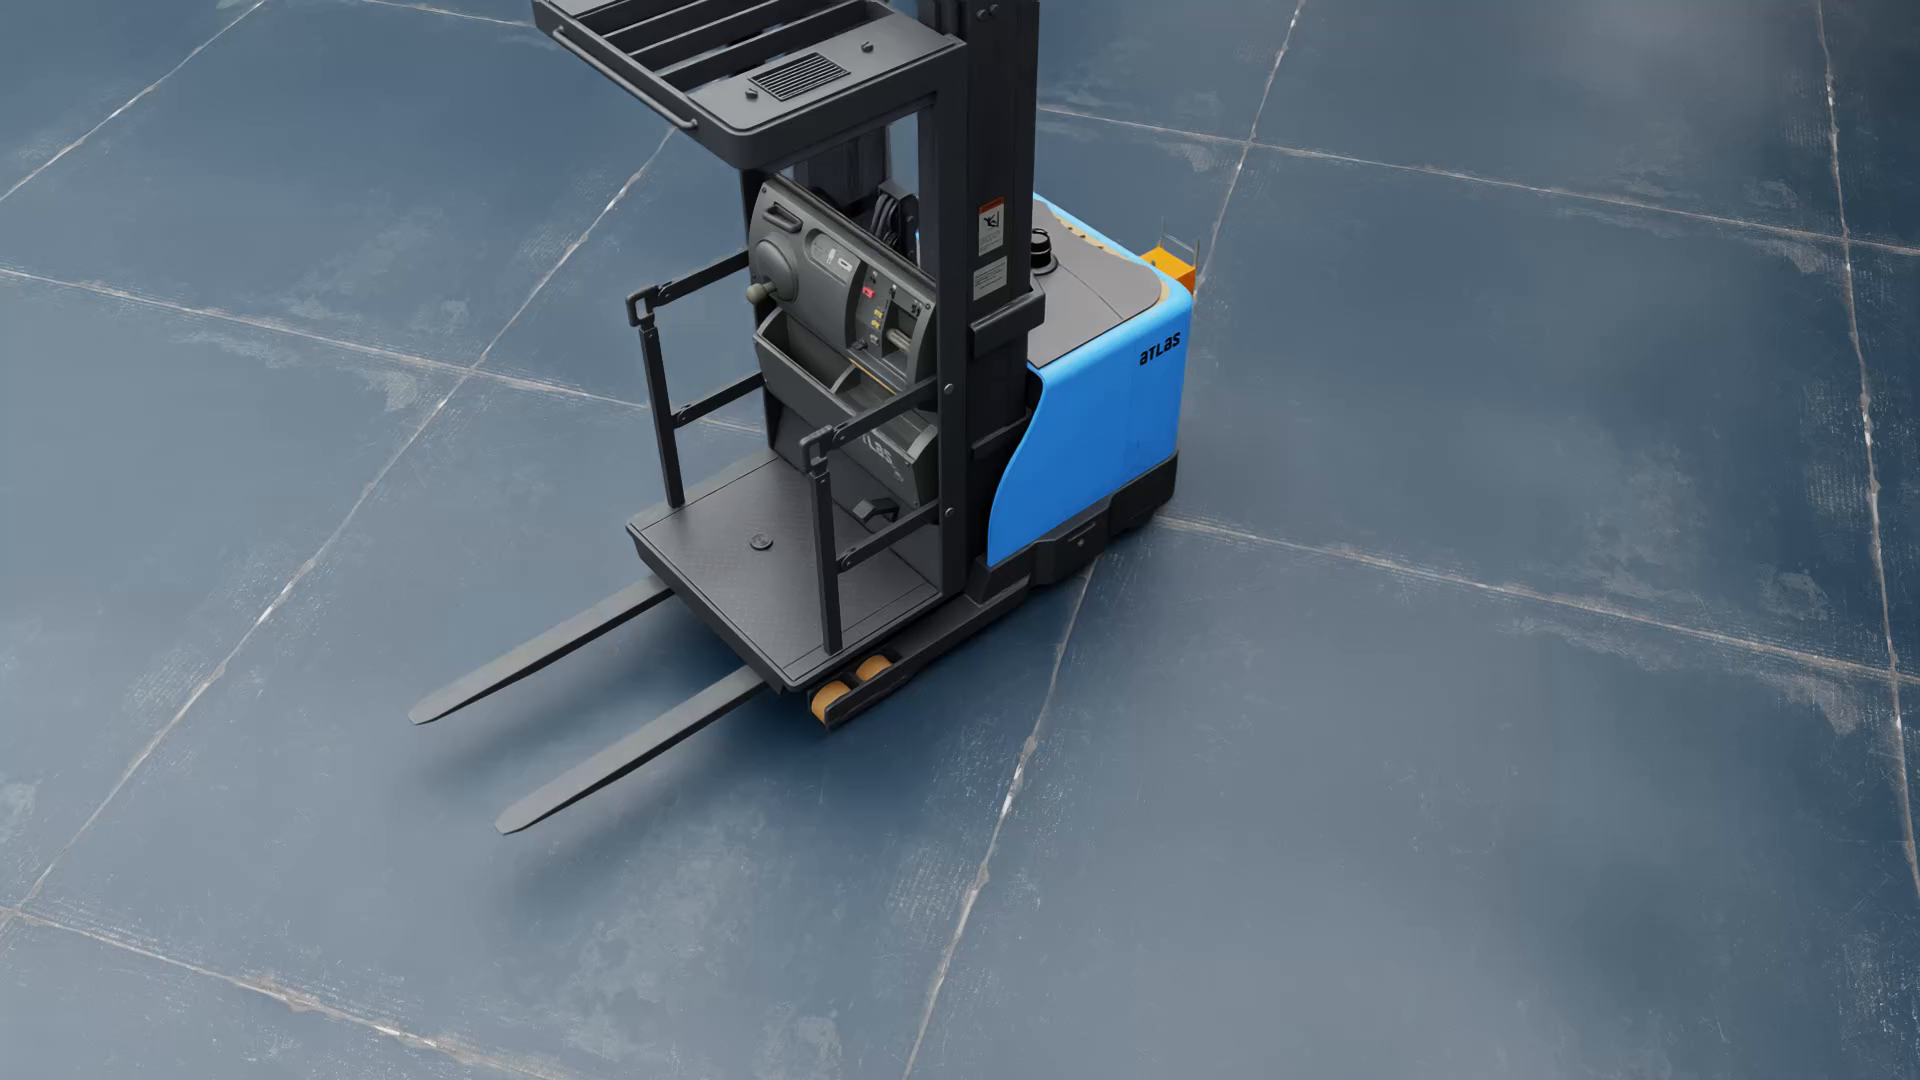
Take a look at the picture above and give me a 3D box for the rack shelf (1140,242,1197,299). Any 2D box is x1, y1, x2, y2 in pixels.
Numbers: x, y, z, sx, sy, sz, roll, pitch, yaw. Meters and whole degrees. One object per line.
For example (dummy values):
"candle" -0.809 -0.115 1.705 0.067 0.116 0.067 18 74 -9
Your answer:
"rack shelf" 0.771 -0.988 6.618 0.240 0.259 0.215 -31 52 -28

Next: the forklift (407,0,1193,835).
"forklift" -0.566 -0.788 5.460 3.031 2.935 1.130 -31 52 -28

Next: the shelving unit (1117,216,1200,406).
"shelving unit" 0.771 -0.792 6.809 0.252 1.050 0.215 -31 52 -28

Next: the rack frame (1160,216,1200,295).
"rack frame" 0.864 -0.848 6.866 0.008 1.050 0.200 -31 52 -28

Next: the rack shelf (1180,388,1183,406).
"rack shelf" 0.771 -0.586 7.011 0.240 0.259 0.215 -31 52 -28

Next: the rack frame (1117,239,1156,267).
"rack frame" 0.679 -0.737 6.752 0.008 1.050 0.200 -31 52 -28
